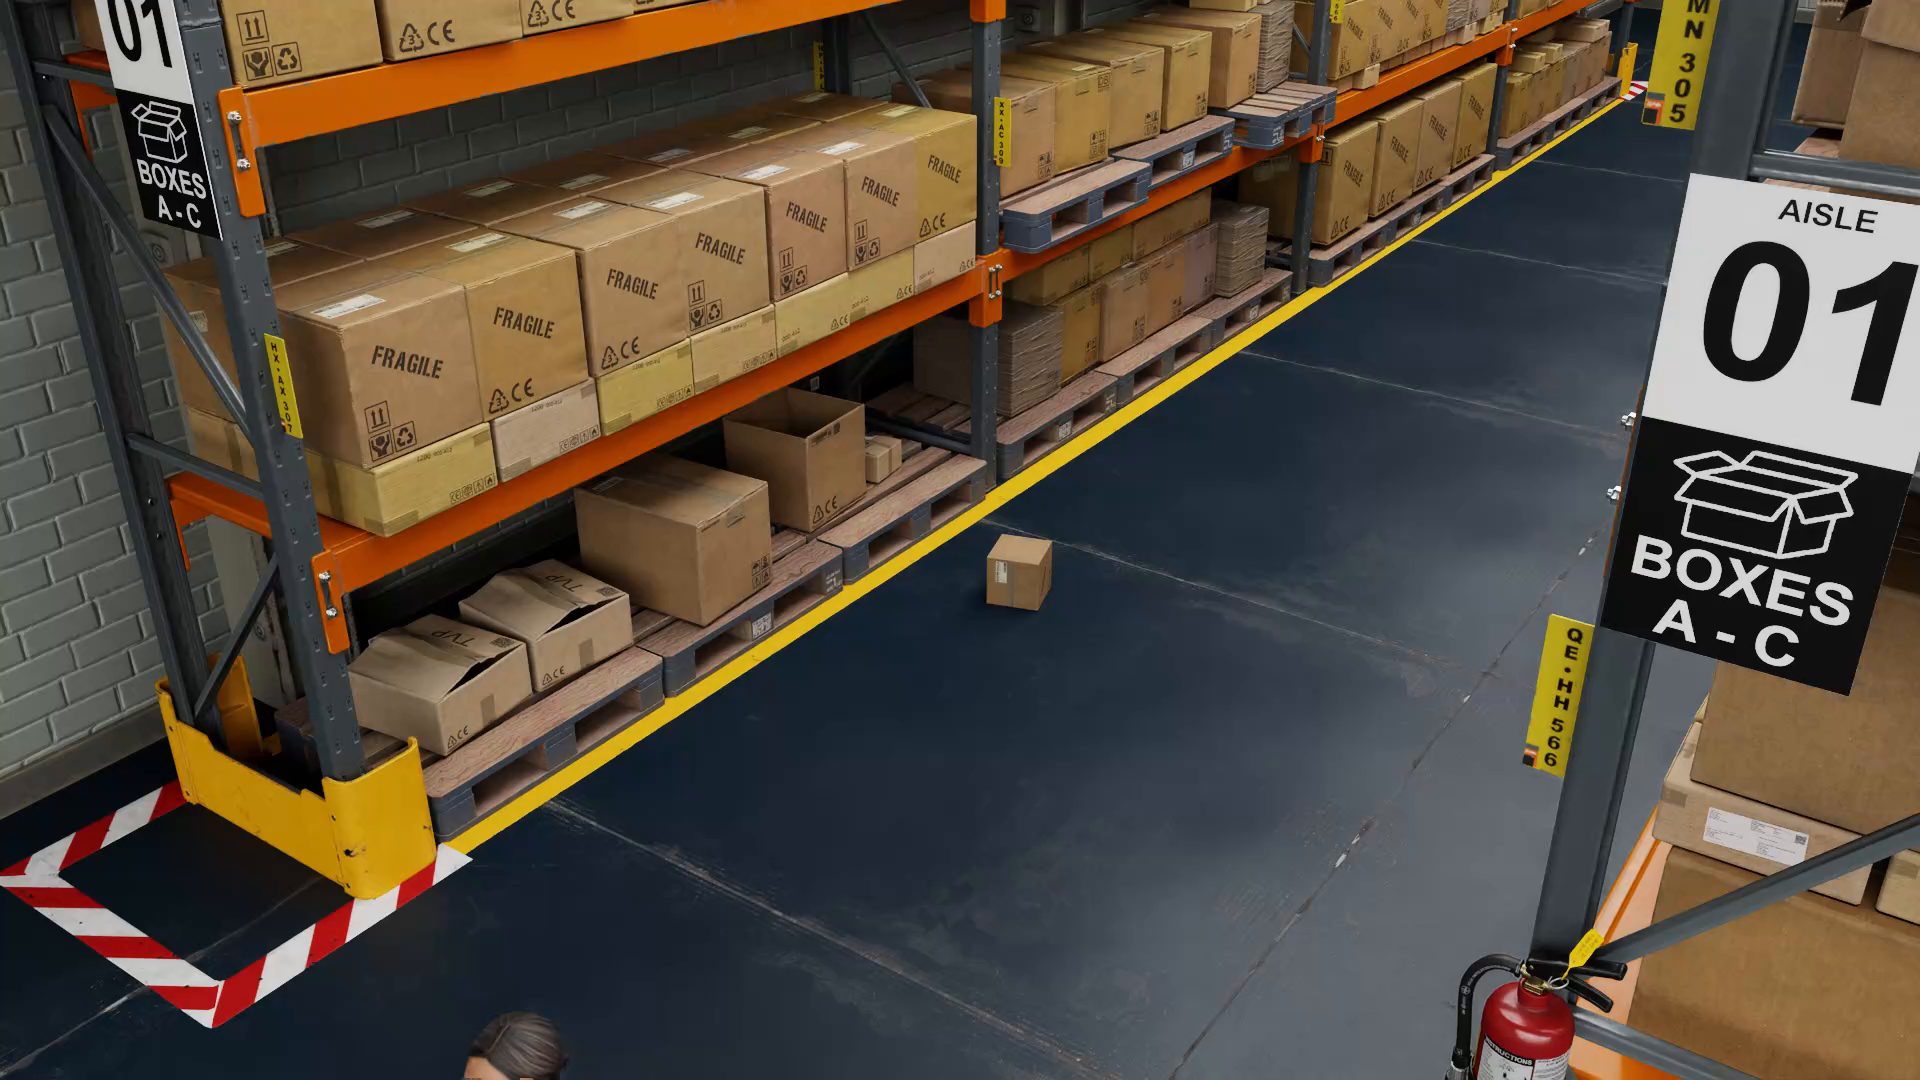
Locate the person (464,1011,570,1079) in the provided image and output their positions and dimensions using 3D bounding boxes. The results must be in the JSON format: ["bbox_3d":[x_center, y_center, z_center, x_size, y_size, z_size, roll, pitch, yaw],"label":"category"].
[{"bbox_3d":[-0.846,1.588,3.403,0.490,1.559,0.490,7,28,13],"label":"person"}]
